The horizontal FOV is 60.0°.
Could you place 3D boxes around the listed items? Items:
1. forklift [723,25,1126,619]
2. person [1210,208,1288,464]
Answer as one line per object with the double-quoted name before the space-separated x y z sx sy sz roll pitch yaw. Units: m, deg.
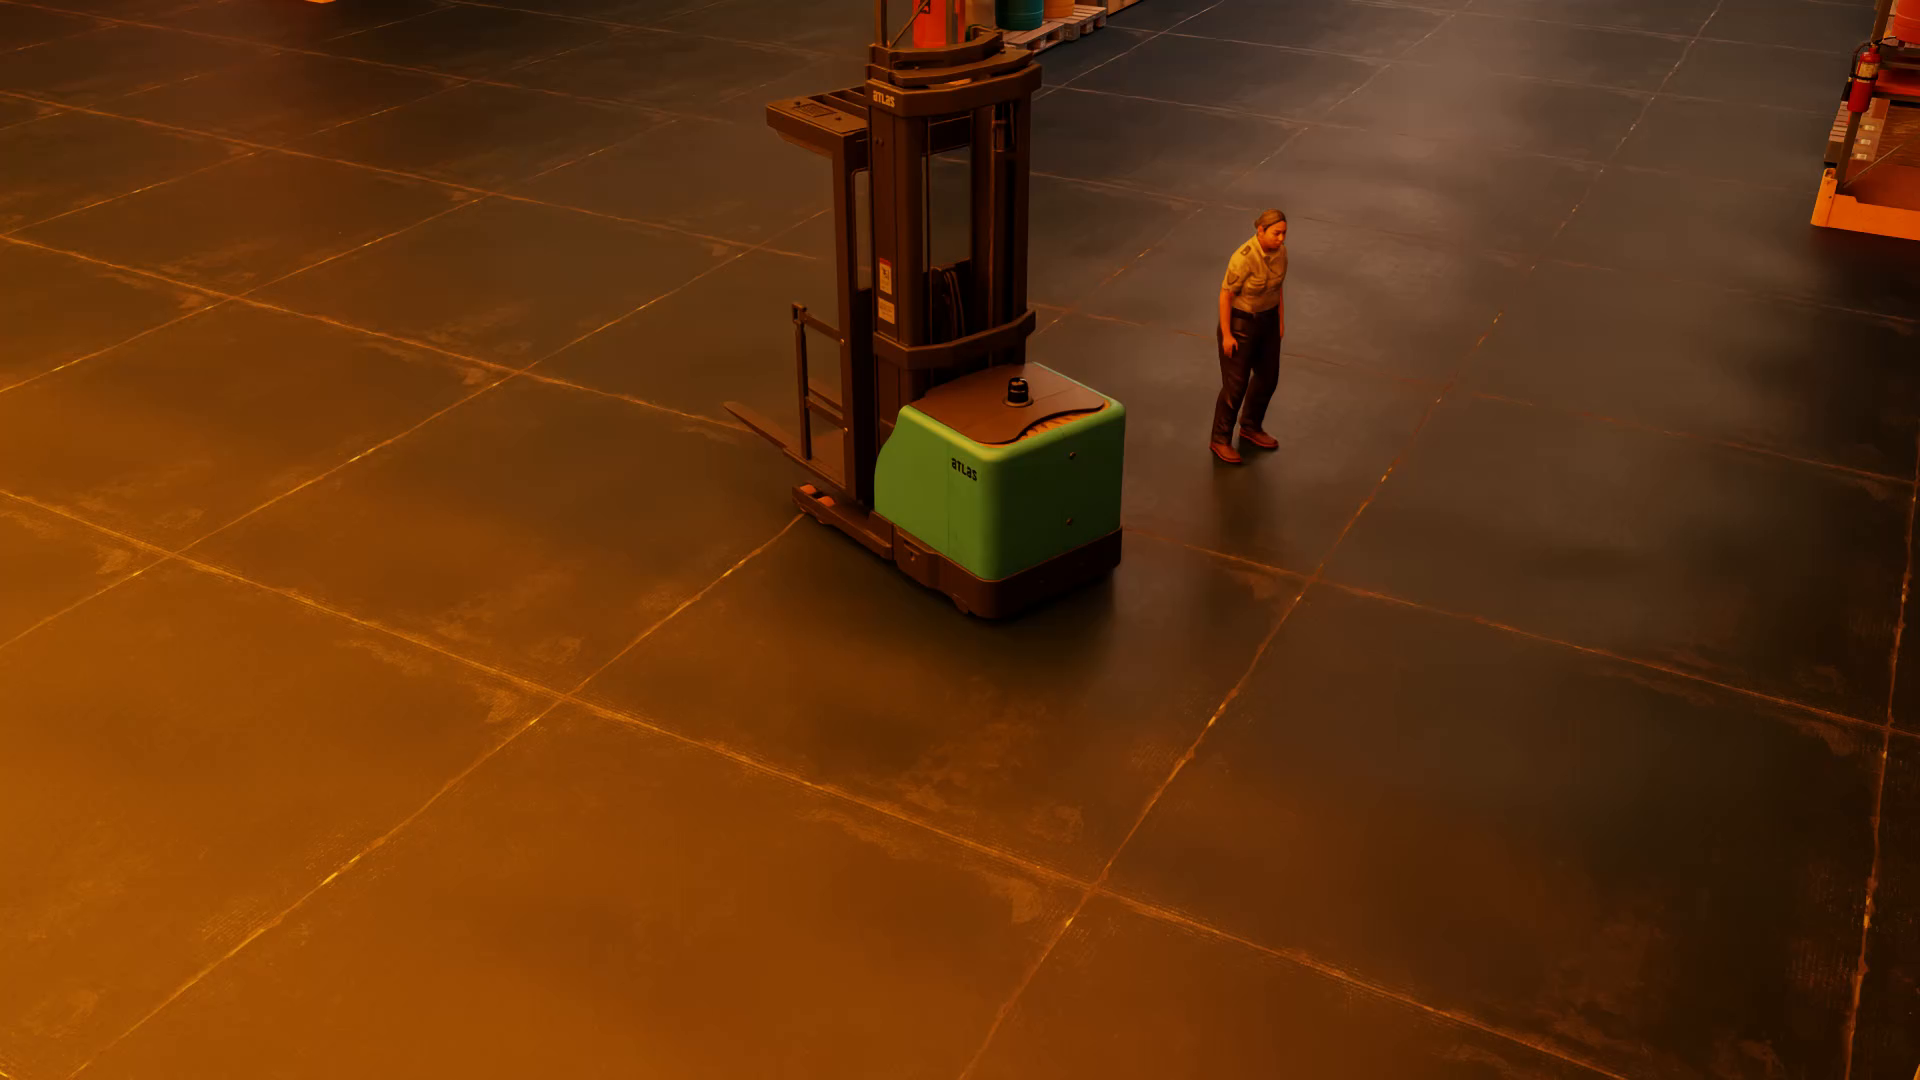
"forklift" -0.382 -1.507 9.682 1.130 2.935 3.031 -22 37 -33
"person" 1.883 -1.346 10.687 0.538 1.650 0.380 -20 36 -31
